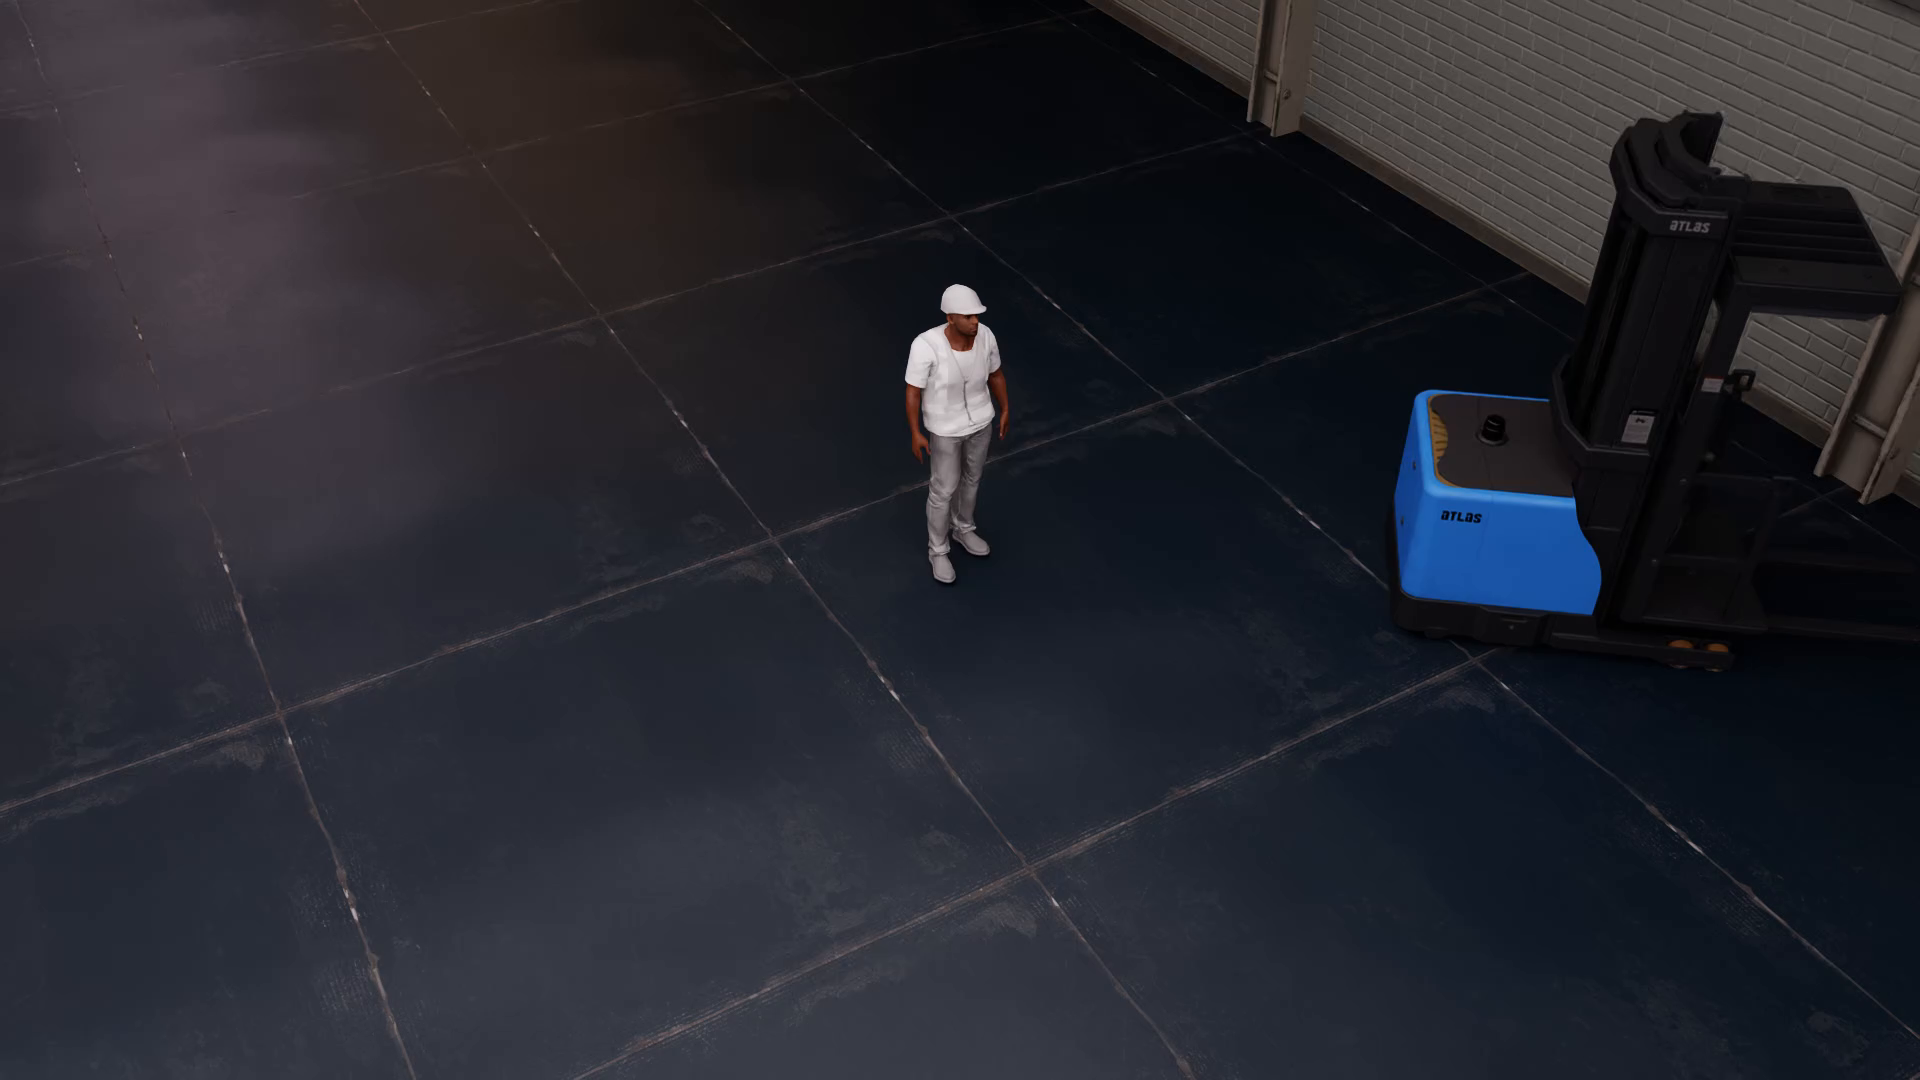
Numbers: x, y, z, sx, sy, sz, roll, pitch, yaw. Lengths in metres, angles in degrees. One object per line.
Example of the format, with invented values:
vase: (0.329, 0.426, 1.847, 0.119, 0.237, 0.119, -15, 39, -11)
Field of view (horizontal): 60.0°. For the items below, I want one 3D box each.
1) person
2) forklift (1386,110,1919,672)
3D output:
person: (0.030, -0.645, 9.715, 0.665, 1.768, 0.575, -20, 44, -23)
forklift: (4.075, -0.745, 8.934, 3.031, 2.935, 1.130, 6, 40, 7)
